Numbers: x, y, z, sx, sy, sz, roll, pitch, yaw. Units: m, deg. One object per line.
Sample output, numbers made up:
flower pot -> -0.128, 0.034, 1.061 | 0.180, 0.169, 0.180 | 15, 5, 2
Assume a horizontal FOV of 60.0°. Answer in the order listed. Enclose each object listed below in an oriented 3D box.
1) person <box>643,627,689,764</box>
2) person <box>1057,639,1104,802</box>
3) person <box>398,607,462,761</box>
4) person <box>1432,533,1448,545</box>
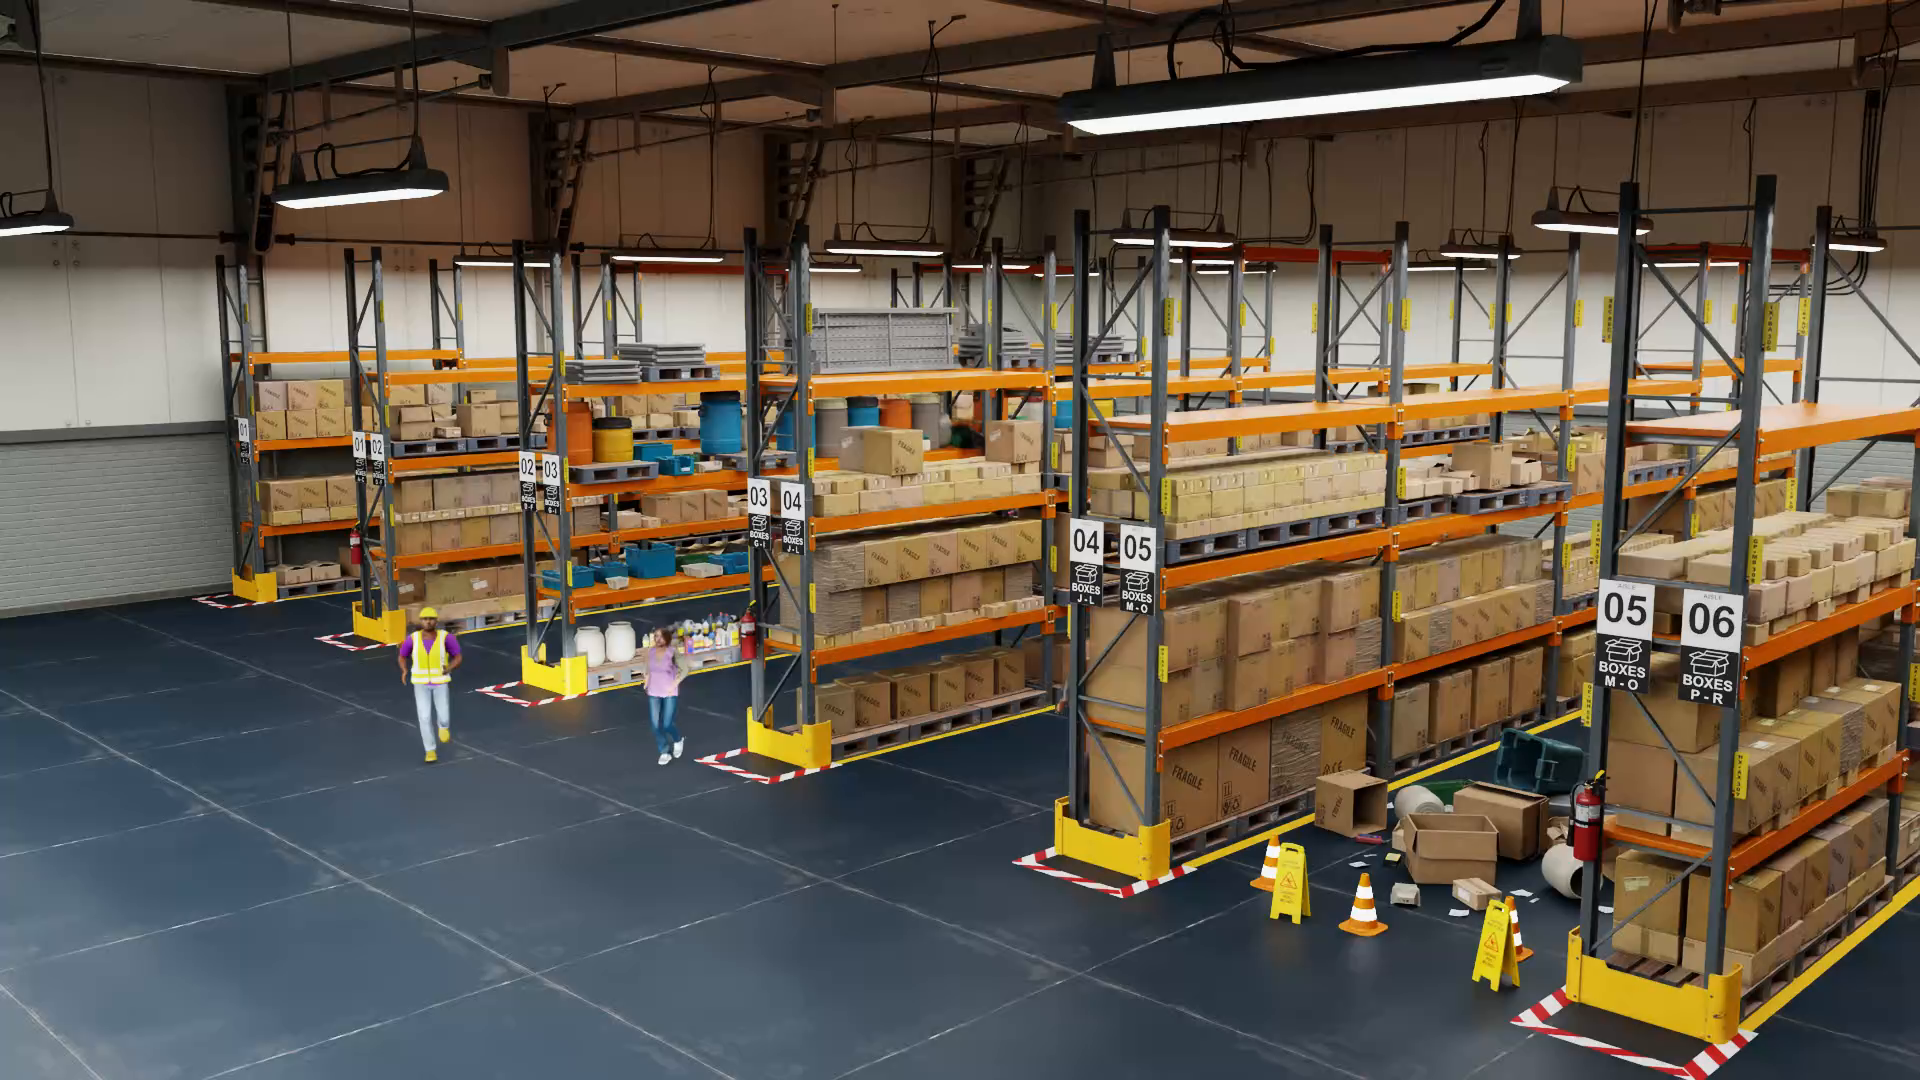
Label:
person -> -3.342, 1.748, 18.752 | 0.531, 1.551, 0.520 | 2, 8, 12
person -> 1.369, 1.878, 17.438 | 0.664, 1.707, 0.845 | 6, 10, 35
person -> -6.063, 1.625, 19.043 | 0.710, 1.730, 0.779 | -2, 8, -14
person -> 7.574, 0.647, 26.227 | 0.597, 1.678, 0.835 | 7, 11, 42
